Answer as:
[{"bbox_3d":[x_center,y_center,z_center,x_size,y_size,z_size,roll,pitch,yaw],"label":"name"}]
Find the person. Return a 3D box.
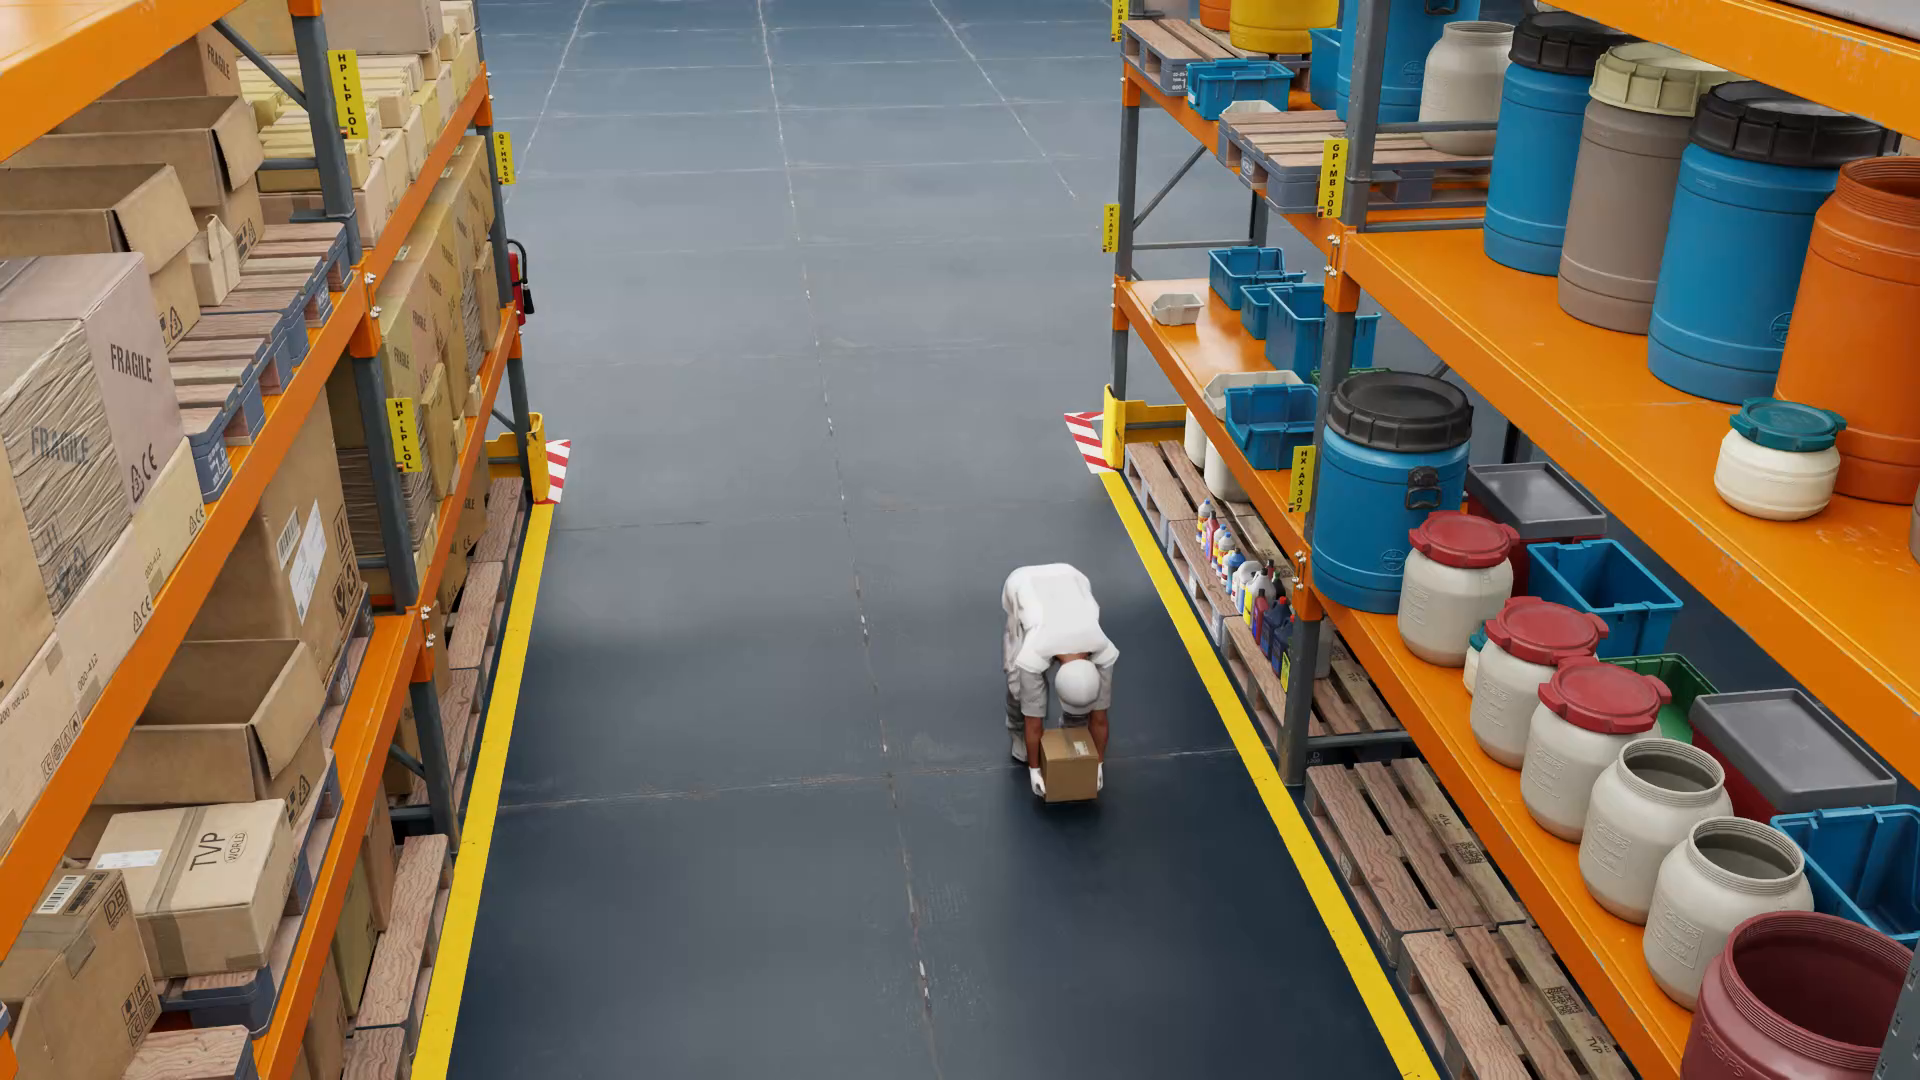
[{"bbox_3d":[0.488,0.688,8.098,0.520,1.000,0.982,-5,27,-10],"label":"person"}]
